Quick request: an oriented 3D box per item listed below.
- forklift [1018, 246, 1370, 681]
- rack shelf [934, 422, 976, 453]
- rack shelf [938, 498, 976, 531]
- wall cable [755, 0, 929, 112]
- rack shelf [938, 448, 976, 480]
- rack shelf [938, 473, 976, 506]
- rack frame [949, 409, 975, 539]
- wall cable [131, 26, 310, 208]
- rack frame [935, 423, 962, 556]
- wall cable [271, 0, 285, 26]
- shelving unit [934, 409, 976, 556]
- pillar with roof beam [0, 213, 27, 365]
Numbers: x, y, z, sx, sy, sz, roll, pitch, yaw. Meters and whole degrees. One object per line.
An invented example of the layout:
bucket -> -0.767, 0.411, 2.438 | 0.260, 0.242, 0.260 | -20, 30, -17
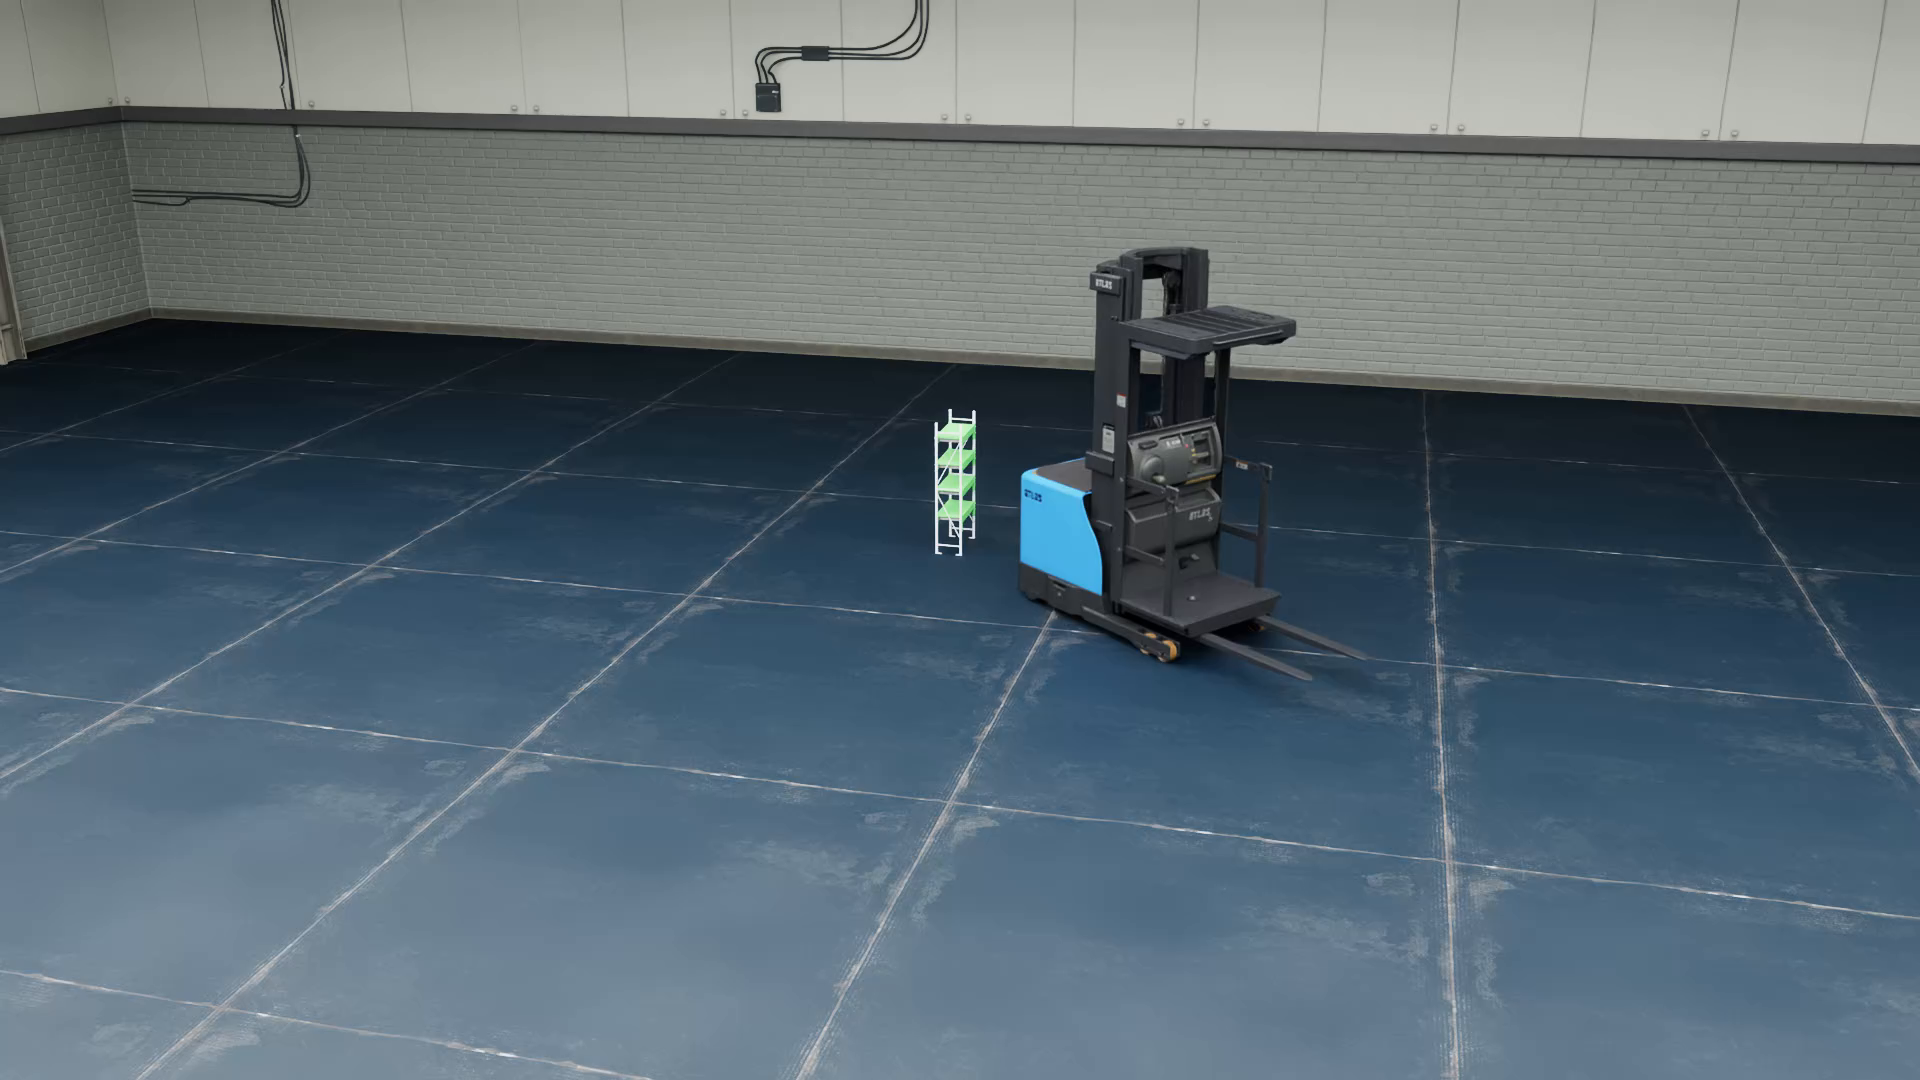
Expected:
forklift -> 1.778, -0.648, 12.549 | 1.130, 2.935, 3.031 | -14, 23, -35
rack shelf -> -0.040, -0.910, 14.707 | 0.258, 0.148, 0.480 | 5, 19, 13
rack shelf -> -0.040, -0.228, 14.940 | 0.258, 0.148, 0.480 | 5, 19, 13
wall cable -> -1.517, -8.324, 20.373 | 2.305, 6.003, 0.169 | 5, 19, 13
rack shelf -> -0.040, -0.683, 14.785 | 0.258, 0.148, 0.480 | 5, 19, 13
rack shelf -> -0.040, -0.455, 14.862 | 0.258, 0.148, 0.480 | 5, 19, 13
rack frame -> 0.019, -0.592, 15.066 | 0.240, 1.200, 0.015 | 5, 19, 13
wall cable -> -10.719, -5.999, 23.634 | 3.097, 2.526, 0.112 | 5, 19, 13
rack frame -> -0.100, -0.439, 14.618 | 0.240, 1.200, 0.015 | 5, 19, 13
wall cable -> -8.096, -8.176, 22.192 | 3.097, 2.526, 0.112 | 5, 19, 13
shelving unit -> -0.040, -0.516, 14.842 | 0.258, 1.200, 0.503 | 5, 19, 13
pillar with roof beam -> -8.547, -6.310, 19.739 | 9.100, 9.000, 0.400 | 5, 19, 13
